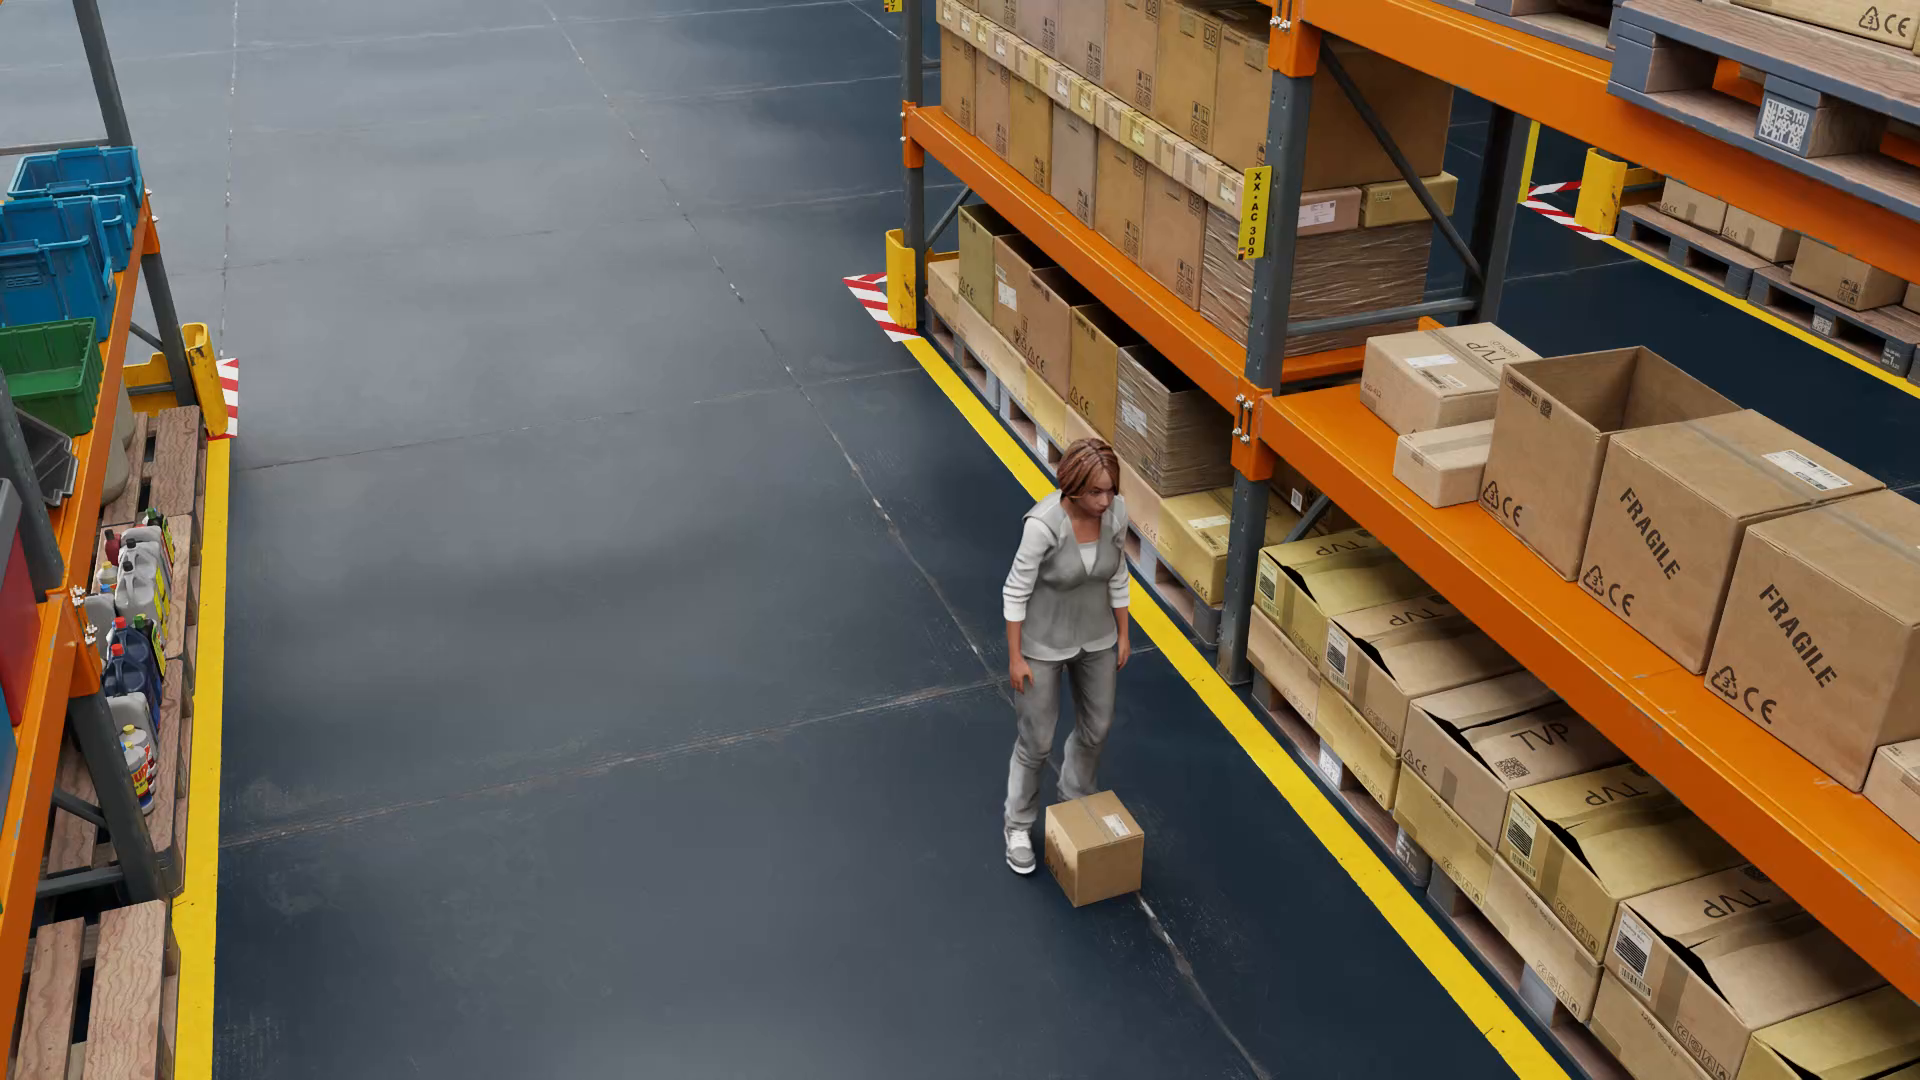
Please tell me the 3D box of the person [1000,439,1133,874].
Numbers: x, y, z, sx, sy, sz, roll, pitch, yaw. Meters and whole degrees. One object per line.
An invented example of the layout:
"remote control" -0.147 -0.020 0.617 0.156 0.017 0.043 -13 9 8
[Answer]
"person" 0.353 0.370 5.518 0.463 1.582 0.343 -10 32 -17
